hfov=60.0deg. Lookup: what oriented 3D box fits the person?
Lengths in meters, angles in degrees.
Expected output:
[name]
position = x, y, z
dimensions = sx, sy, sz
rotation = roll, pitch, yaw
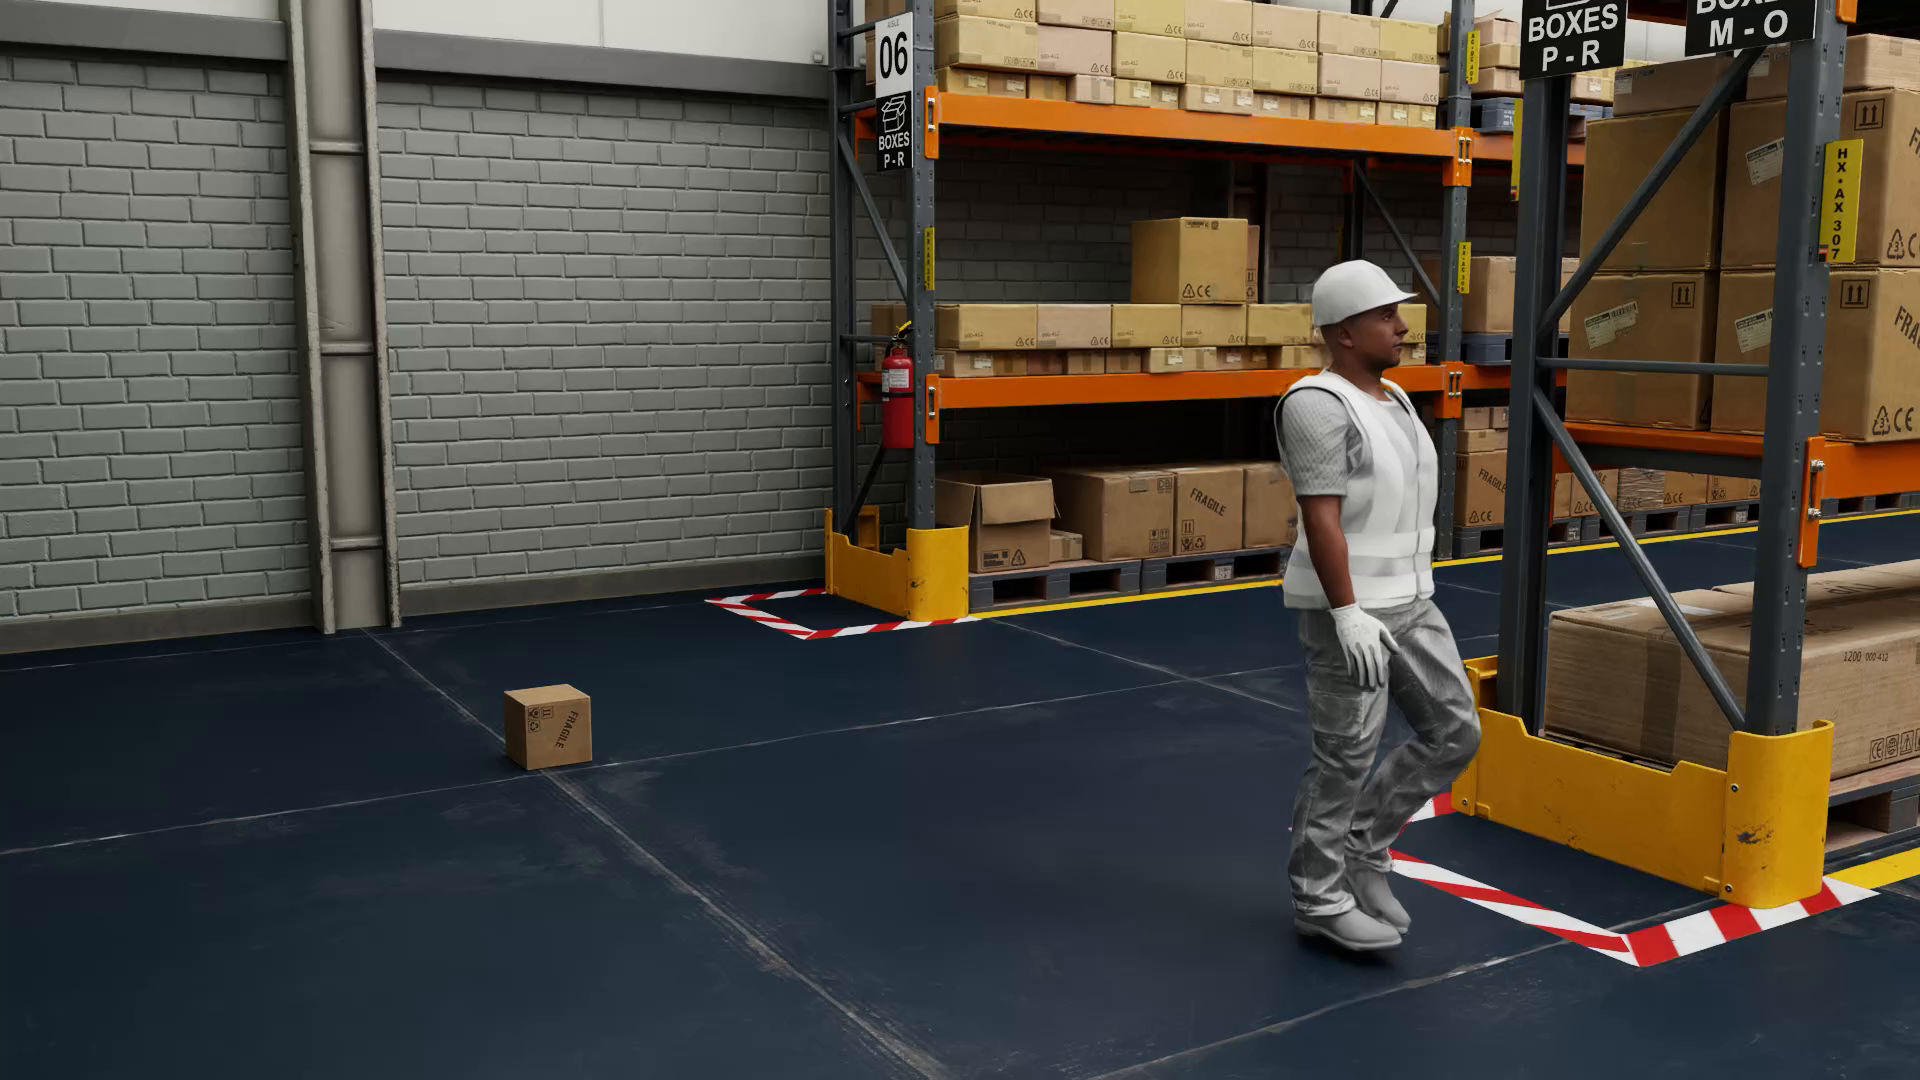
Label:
[person]
position = 1.072, 0.189, 4.291
dimensions = 0.451, 1.801, 0.549
rotation = 7, 11, 40
